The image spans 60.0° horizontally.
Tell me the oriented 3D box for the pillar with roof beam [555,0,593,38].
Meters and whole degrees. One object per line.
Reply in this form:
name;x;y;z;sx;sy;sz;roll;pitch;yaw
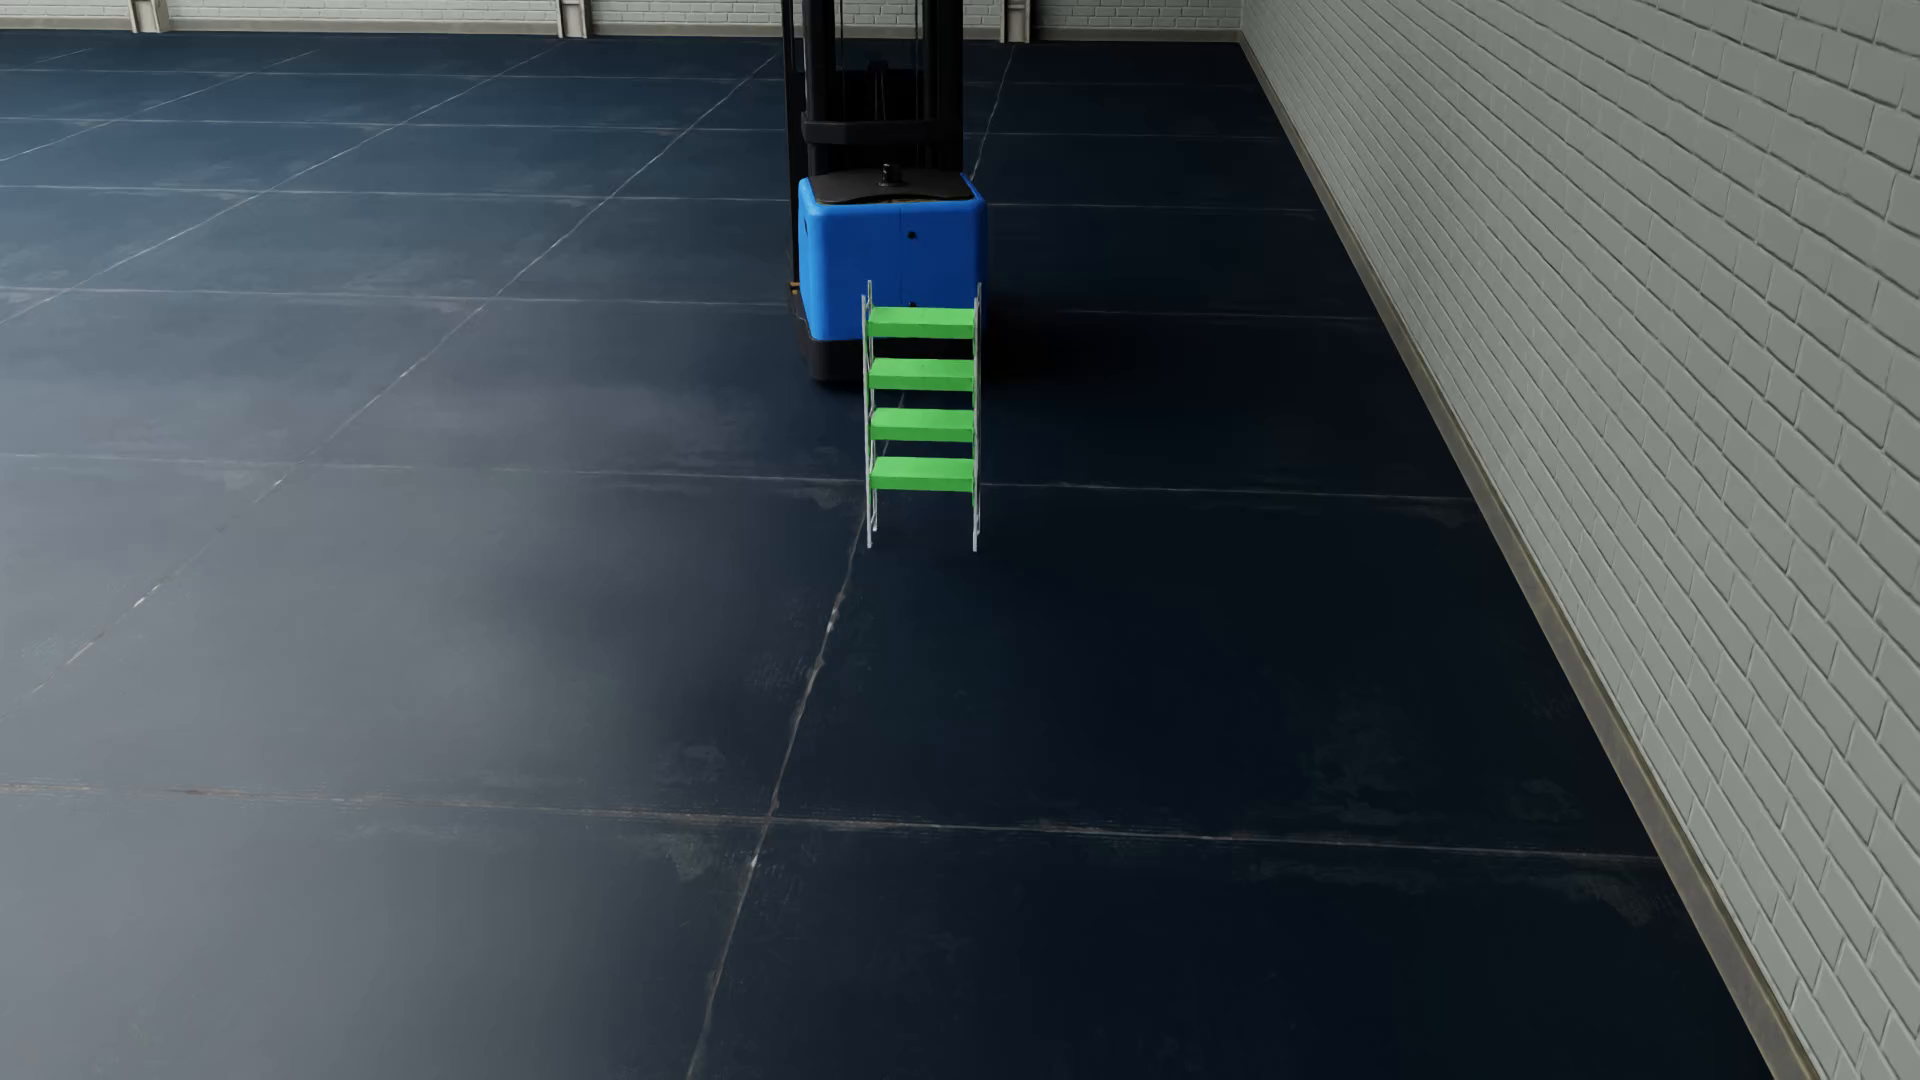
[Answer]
pillar with roof beam;-5.568;-9.168;16.909;0.400;9.000;9.100;2;25;4

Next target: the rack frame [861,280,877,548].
rack frame;-0.408;-0.558;7.528;0.015;1.200;0.240;2;25;4

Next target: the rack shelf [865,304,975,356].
rack shelf;-0.165;-0.928;7.337;0.480;0.148;0.258;2;25;4

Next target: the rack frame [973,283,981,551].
rack frame;0.078;-0.543;7.494;0.015;1.200;0.240;2;25;4

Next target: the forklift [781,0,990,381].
forklift;-0.564;-2.831;10.395;1.130;2.935;3.031;-4;25;-8

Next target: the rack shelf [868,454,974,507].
rack shelf;-0.165;-0.274;7.638;0.480;0.148;0.258;2;25;4

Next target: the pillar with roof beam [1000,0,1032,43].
pillar with roof beam;0.415;-8.976;16.492;0.400;9.000;9.100;2;25;4

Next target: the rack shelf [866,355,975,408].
rack shelf;-0.165;-0.710;7.437;0.480;0.148;0.258;2;25;4

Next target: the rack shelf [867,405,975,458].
rack shelf;-0.165;-0.492;7.537;0.480;0.148;0.258;2;25;4

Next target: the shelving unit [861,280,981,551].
shelving unit;-0.165;-0.550;7.511;0.503;1.200;0.258;2;25;4

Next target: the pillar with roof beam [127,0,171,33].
pillar with roof beam;-11.550;-9.360;17.326;0.400;9.000;9.100;2;25;4
